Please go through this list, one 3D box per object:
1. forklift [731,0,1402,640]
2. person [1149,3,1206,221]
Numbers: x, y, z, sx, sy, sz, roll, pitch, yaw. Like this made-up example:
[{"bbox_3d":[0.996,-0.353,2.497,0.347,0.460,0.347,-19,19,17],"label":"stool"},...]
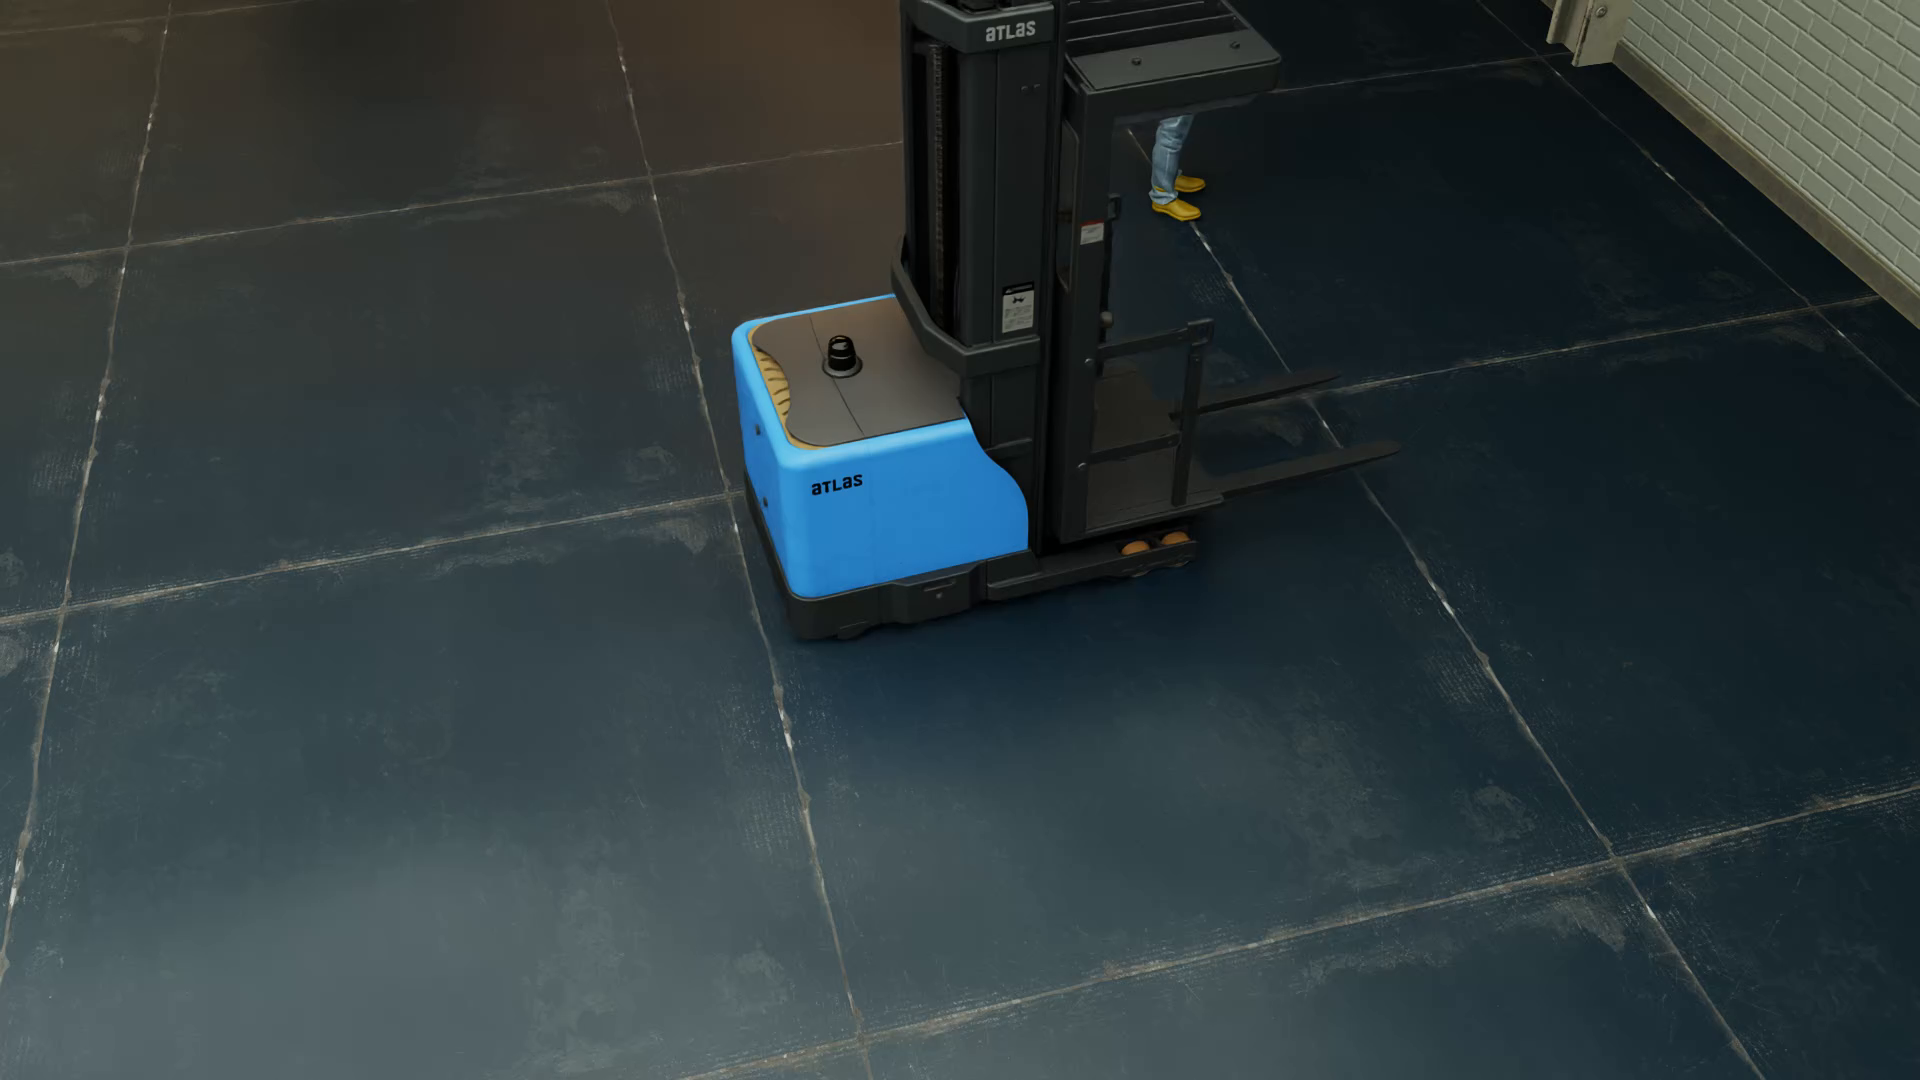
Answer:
[{"bbox_3d":[0.567,-1.230,6.947,3.031,2.935,1.130,-13,45,-13],"label":"forklift"},{"bbox_3d":[1.269,-2.688,9.339,0.394,1.770,0.555,9,44,10],"label":"person"}]
